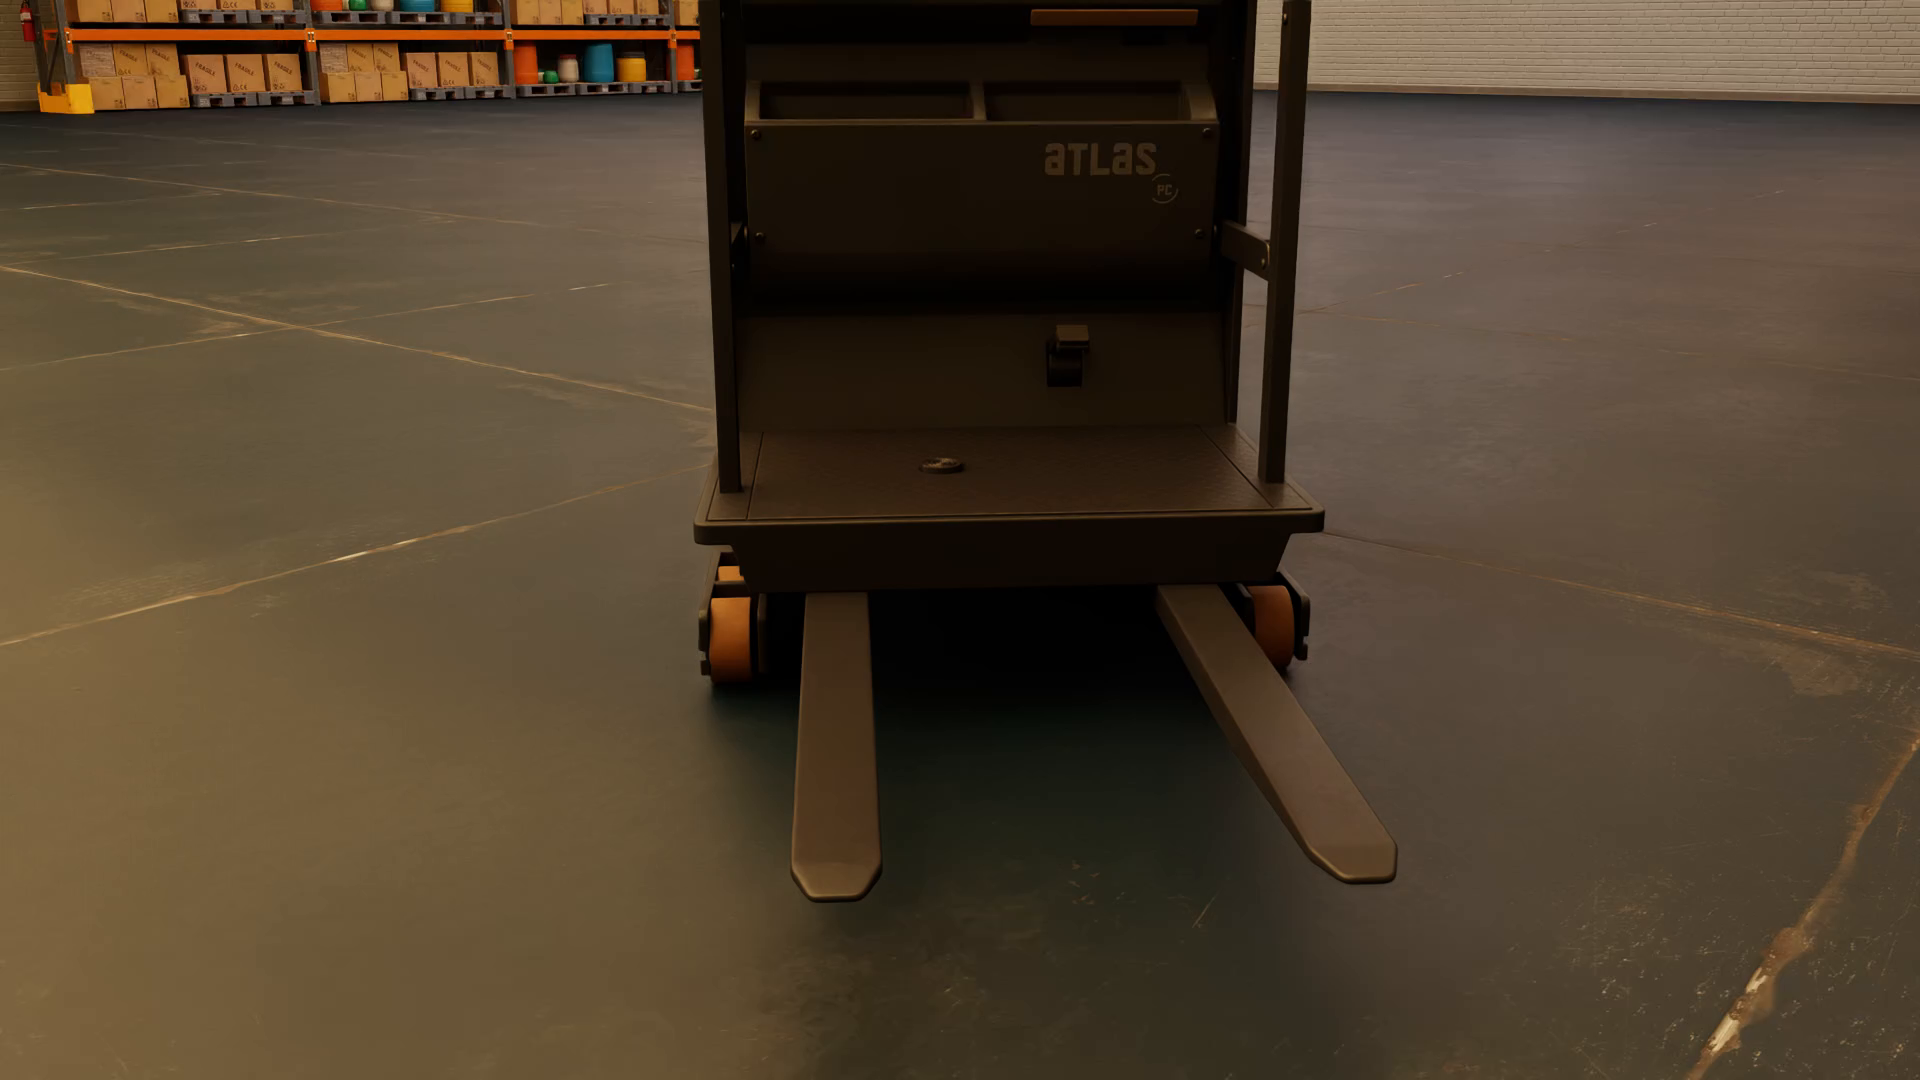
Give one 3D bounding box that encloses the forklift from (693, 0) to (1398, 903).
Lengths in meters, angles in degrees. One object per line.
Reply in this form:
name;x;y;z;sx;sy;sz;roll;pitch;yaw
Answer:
forklift;0.060;-1.234;2.963;1.130;2.935;3.031;-1;17;-4
